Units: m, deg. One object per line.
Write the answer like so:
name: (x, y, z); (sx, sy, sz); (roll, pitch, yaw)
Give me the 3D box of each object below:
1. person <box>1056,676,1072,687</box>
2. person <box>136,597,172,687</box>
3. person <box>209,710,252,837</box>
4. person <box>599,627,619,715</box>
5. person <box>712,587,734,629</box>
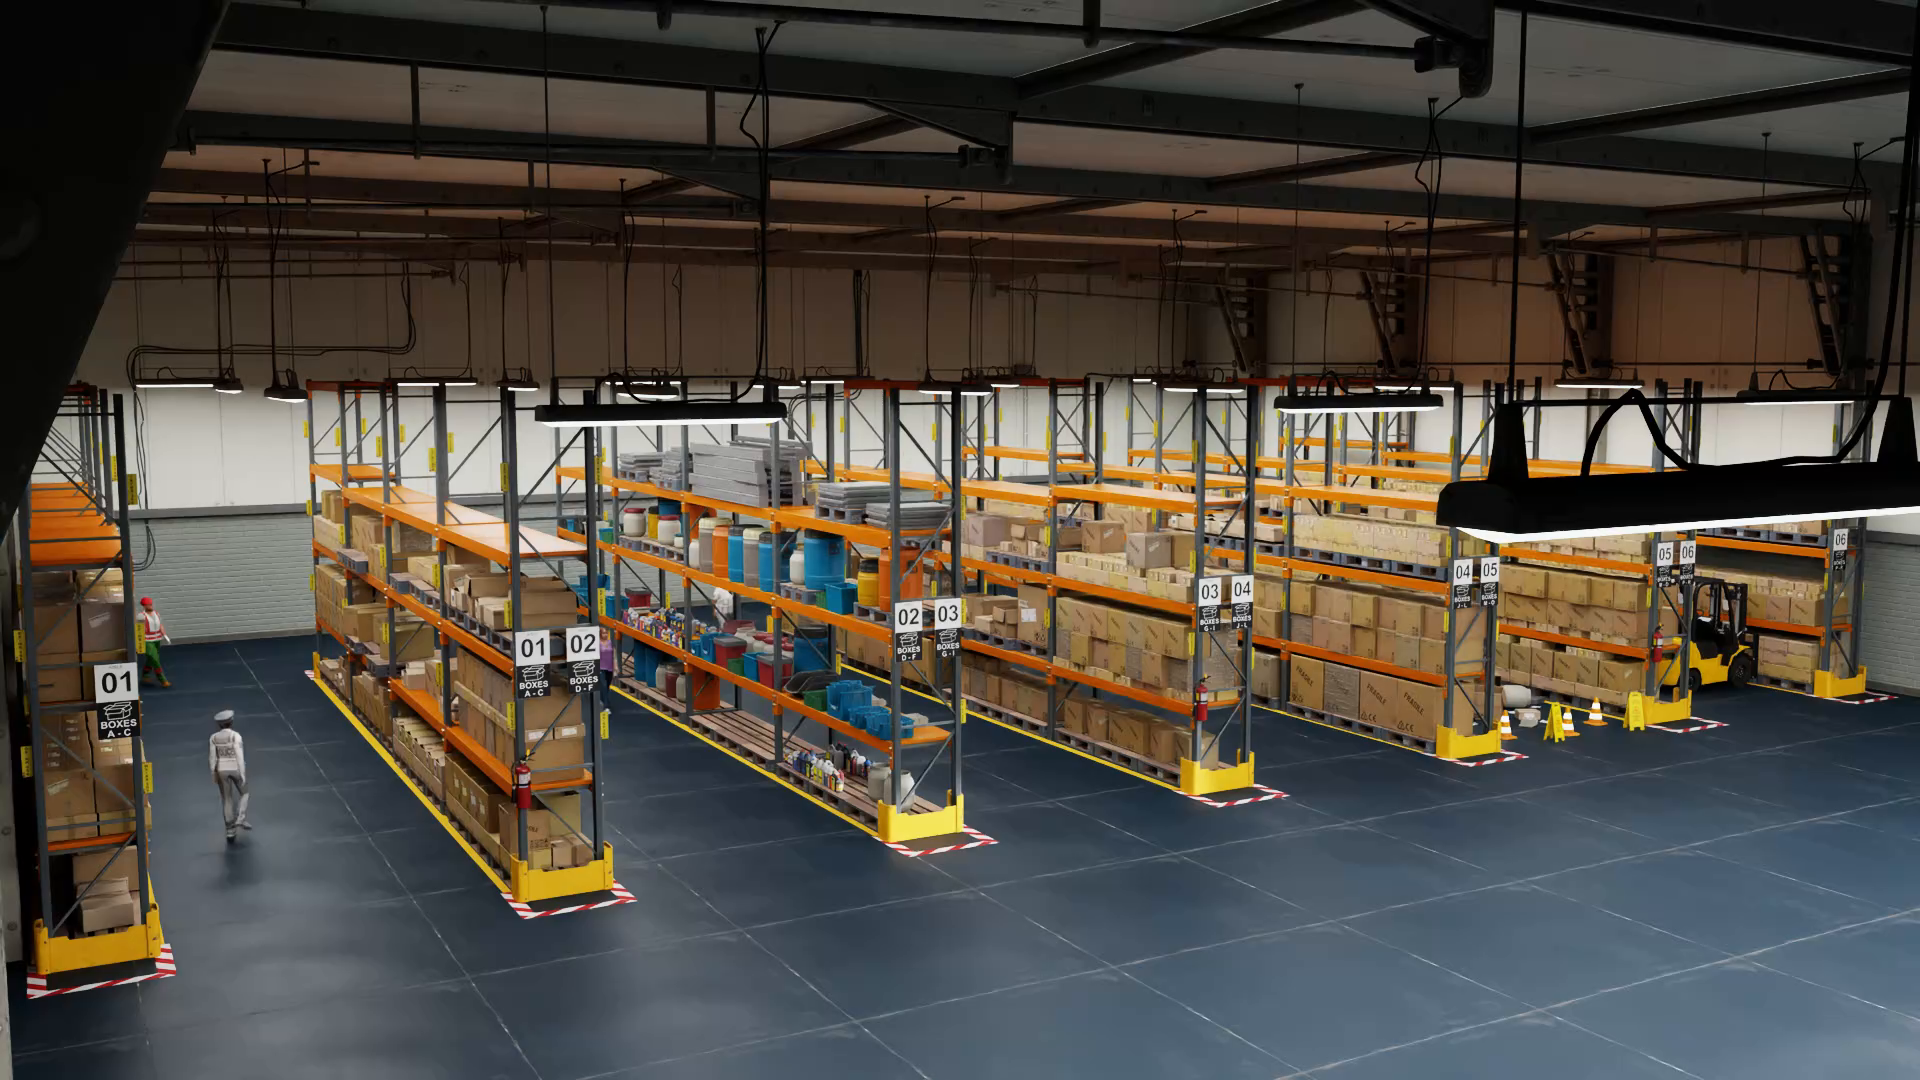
person: (1.864, 2.121, 31.325); (0.627, 1.777, 0.587); (-3, 7, -23)
person: (-15.772, 1.973, 32.564); (0.973, 1.731, 0.646); (2, 7, 22)
person: (-9.786, 3.125, 22.278); (0.519, 1.669, 0.457); (-2, 6, -15)
person: (-6.441, 2.339, 30.140); (0.456, 1.538, 0.972); (-3, 7, -29)
person: (-5.207, 1.593, 36.908); (0.520, 1.605, 1.034); (-4, 7, -32)
